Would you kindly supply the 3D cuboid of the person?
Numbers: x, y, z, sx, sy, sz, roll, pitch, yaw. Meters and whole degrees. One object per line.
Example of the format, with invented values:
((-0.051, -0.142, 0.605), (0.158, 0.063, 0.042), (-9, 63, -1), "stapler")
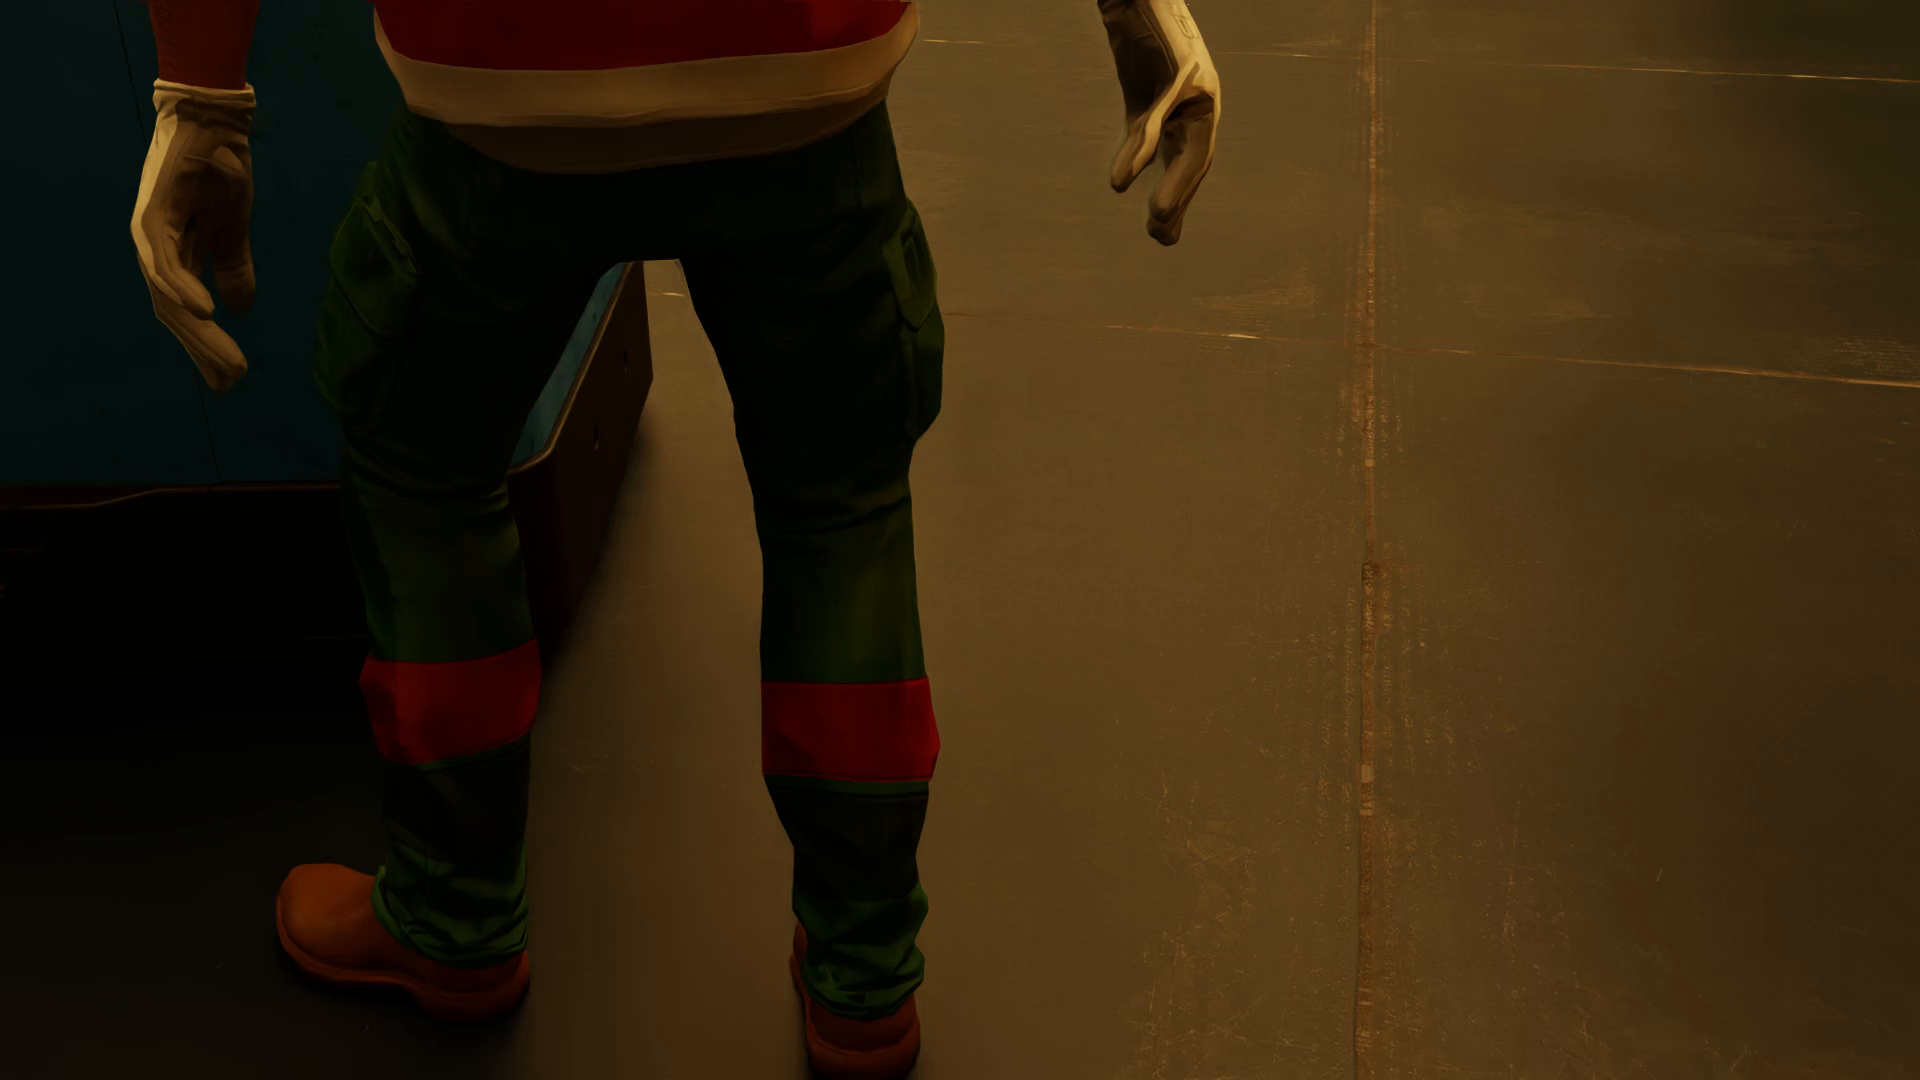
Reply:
((-0.249, -0.359, 1.312), (0.885, 1.750, 0.460), (-3, 27, -7), "person")

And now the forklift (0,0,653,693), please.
((-2.028, -1.302, 1.826), (3.031, 2.935, 1.130), (-1, 27, -2), "forklift")
